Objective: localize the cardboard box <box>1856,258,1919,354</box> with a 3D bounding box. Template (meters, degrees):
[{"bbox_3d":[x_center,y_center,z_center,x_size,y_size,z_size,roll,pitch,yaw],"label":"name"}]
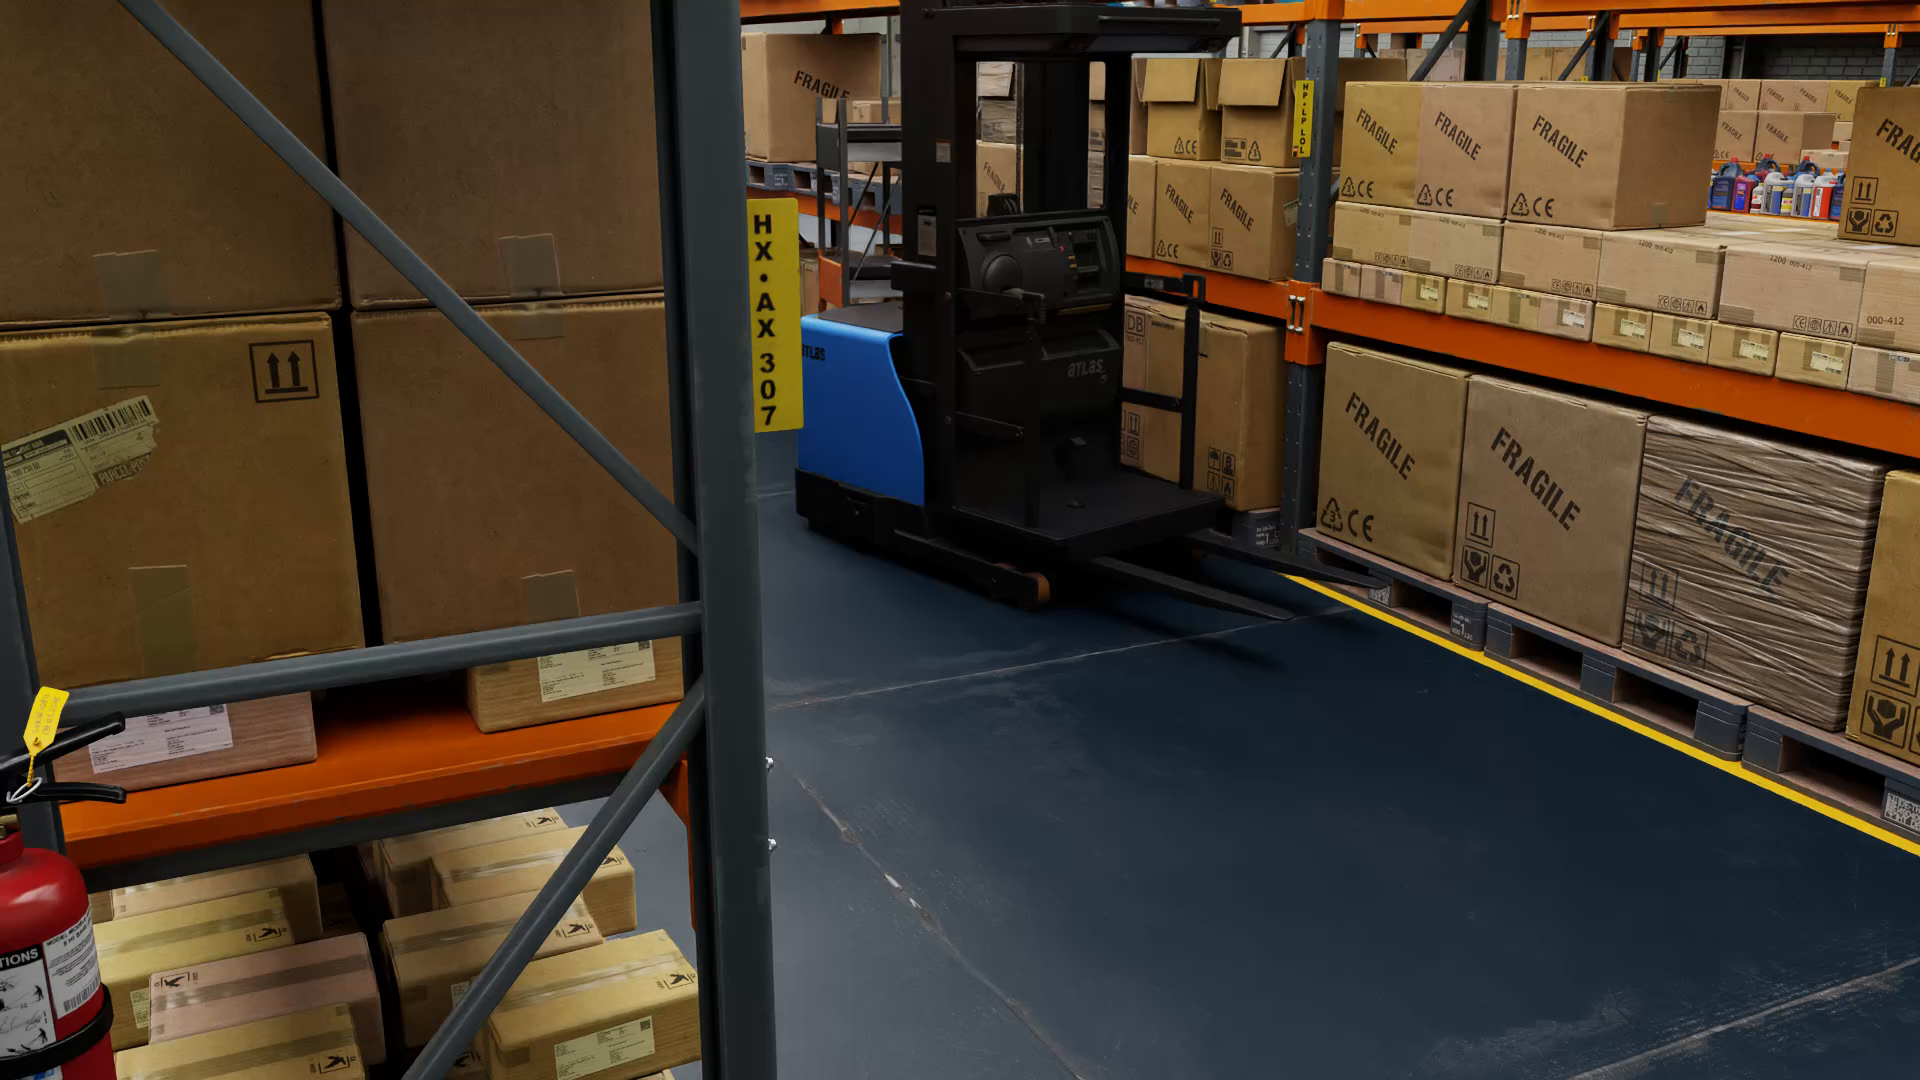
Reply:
[{"bbox_3d":[3.072,-0.690,4.948,0.500,0.250,0.500,-8,18,-26],"label":"cardboard box"}]

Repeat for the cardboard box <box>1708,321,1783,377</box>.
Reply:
[{"bbox_3d":[2.729,-0.650,5.533,0.380,0.149,0.250,-8,18,-25],"label":"cardboard box"}]

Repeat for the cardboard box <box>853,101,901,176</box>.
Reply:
[{"bbox_3d":[-0.368,-2.894,11.954,0.700,0.500,0.500,-5,17,-17],"label":"cardboard box"}]

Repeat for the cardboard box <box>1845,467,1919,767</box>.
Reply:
[{"bbox_3d":[3.392,0.266,4.978,0.875,0.875,0.875,-8,18,-25],"label":"cardboard box"}]

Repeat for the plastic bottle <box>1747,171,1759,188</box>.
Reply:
[{"bbox_3d":[5.360,-2.364,11.285,0.097,0.271,0.097,0,16,0],"label":"plastic bottle"}]

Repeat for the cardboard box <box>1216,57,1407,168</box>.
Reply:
[{"bbox_3d":[1.705,-2.084,8.076,0.797,0.503,0.637,-8,18,-26],"label":"cardboard box"}]

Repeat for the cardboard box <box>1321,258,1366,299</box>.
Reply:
[{"bbox_3d":[1.822,-1.162,7.318,0.380,0.149,0.250,-8,18,-25],"label":"cardboard box"}]

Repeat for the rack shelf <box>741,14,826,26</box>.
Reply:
[{"bbox_3d":[-2.389,-4.972,16.006,1.077,0.370,4.000,-8,18,-25],"label":"rack shelf"}]

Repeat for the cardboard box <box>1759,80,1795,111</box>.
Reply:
[{"bbox_3d":[10.925,-5.803,21.911,0.500,0.500,0.500,-8,18,-26],"label":"cardboard box"}]

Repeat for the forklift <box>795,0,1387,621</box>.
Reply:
[{"bbox_3d":[0.507,-1.264,7.340,1.130,2.935,3.031,-13,21,-39],"label":"forklift"}]

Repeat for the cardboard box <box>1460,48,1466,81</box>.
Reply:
[{"bbox_3d":[6.534,-5.731,20.249,0.700,0.500,0.500,-8,18,-25],"label":"cardboard box"}]

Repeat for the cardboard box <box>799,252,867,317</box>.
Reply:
[{"bbox_3d":[-1.071,-2.115,13.916,0.700,0.500,0.500,-8,18,-25],"label":"cardboard box"}]

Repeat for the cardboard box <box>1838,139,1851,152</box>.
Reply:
[{"bbox_3d":[8.928,-3.787,16.171,0.500,0.311,0.500,-8,18,-26],"label":"cardboard box"}]

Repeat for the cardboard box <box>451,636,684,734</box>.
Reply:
[{"bbox_3d":[-0.606,0.170,2.675,0.380,0.149,0.250,-8,18,-25],"label":"cardboard box"}]

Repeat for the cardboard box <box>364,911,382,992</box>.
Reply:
[{"bbox_3d":[-1.215,0.925,3.995,0.380,0.149,0.250,-8,18,-25],"label":"cardboard box"}]

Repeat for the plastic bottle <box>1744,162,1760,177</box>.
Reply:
[{"bbox_3d":[5.753,-2.599,12.080,0.061,0.283,0.133,-8,18,-25],"label":"plastic bottle"}]

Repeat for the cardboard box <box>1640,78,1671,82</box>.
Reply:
[{"bbox_3d":[10.032,-6.311,23.681,0.500,0.500,0.500,-8,18,-25],"label":"cardboard box"}]

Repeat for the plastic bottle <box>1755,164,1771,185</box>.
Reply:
[{"bbox_3d":[5.705,-2.535,11.860,0.061,0.283,0.133,-8,18,-25],"label":"plastic bottle"}]

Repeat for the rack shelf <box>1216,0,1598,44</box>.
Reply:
[{"bbox_3d":[3.816,-4.579,14.635,1.077,0.370,4.000,-8,18,-25],"label":"rack shelf"}]

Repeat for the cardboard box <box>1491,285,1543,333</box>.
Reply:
[{"bbox_3d":[2.282,-0.904,6.417,0.380,0.149,0.250,-8,18,-26],"label":"cardboard box"}]

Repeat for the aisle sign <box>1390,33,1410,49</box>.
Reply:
[{"bbox_3d":[5.877,-6.870,22.038,0.394,0.787,0.004,-8,18,-25],"label":"aisle sign"}]

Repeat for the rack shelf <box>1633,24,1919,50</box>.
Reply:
[{"bbox_3d":[10.969,-6.768,22.263,1.077,0.370,4.000,-8,18,-25],"label":"rack shelf"}]

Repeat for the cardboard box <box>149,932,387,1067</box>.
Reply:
[{"bbox_3d":[-1.277,0.882,3.067,0.380,0.149,0.250,-7,18,-24],"label":"cardboard box"}]

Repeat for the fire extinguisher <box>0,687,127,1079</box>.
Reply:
[{"bbox_3d":[-1.063,0.504,1.872,0.296,0.674,0.183,-8,18,-25],"label":"fire extinguisher"}]

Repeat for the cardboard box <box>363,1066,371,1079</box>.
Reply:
[{"bbox_3d":[-1.313,1.027,3.101,0.380,0.149,0.250,-8,18,-26],"label":"cardboard box"}]

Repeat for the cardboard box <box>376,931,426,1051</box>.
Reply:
[{"bbox_3d":[-1.014,0.909,3.512,0.380,0.149,0.250,-7,18,-24],"label":"cardboard box"}]

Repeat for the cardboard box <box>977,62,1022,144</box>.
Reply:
[{"bbox_3d":[0.545,-2.735,10.345,0.797,0.503,0.637,-7,17,-23],"label":"cardboard box"}]

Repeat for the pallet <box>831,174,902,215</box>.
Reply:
[{"bbox_3d":[-0.169,-2.460,11.733,1.213,0.211,1.003,-8,18,-25],"label":"pallet"}]

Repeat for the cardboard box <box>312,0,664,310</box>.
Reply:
[{"bbox_3d":[-0.717,-0.646,2.529,0.500,0.500,0.500,-8,18,-25],"label":"cardboard box"}]

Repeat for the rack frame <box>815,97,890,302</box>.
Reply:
[{"bbox_3d":[-0.579,-1.361,9.183,0.400,2.100,0.015,-5,17,-18],"label":"rack frame"}]

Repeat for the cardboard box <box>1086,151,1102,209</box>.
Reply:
[{"bbox_3d":[0.881,-1.905,9.269,0.500,0.500,0.500,-8,18,-25],"label":"cardboard box"}]

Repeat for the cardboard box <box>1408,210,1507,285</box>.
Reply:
[{"bbox_3d":[2.176,-1.195,6.711,0.500,0.250,0.500,-8,18,-25],"label":"cardboard box"}]

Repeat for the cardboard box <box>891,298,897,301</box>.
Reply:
[{"bbox_3d":[-0.072,-1.562,11.990,0.700,0.500,0.500,-9,18,-28],"label":"cardboard box"}]

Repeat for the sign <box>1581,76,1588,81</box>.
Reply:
[{"bbox_3d":[6.896,-4.963,18.395,0.100,0.325,0.005,-8,18,-25],"label":"sign"}]

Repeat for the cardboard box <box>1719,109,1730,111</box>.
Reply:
[{"bbox_3d":[7.946,-4.301,17.621,0.500,0.500,0.500,-6,17,-21],"label":"cardboard box"}]

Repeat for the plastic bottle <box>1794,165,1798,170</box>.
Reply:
[{"bbox_3d":[5.893,-2.520,11.805,0.061,0.283,0.133,-8,18,-25],"label":"plastic bottle"}]

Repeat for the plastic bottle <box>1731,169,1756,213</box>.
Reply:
[{"bbox_3d":[5.297,-2.356,11.234,0.061,0.283,0.133,-8,18,-25],"label":"plastic bottle"}]

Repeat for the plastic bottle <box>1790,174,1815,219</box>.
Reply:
[{"bbox_3d":[5.541,-2.243,10.854,0.152,0.276,0.135,-8,18,-25],"label":"plastic bottle"}]

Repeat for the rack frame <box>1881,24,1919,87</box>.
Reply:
[{"bbox_3d":[11.845,-5.176,20.849,1.000,3.000,0.127,-8,18,-25],"label":"rack frame"}]

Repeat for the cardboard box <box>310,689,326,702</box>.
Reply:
[{"bbox_3d":[-1.231,0.177,2.650,0.380,0.149,0.250,-8,18,-25],"label":"cardboard box"}]

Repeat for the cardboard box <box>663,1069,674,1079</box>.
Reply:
[{"bbox_3d":[-0.701,1.169,3.145,0.380,0.149,0.250,-7,18,-24],"label":"cardboard box"}]

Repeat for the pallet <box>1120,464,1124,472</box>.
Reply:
[{"bbox_3d":[1.048,-0.541,9.755,1.003,0.211,1.213,-8,18,-25],"label":"pallet"}]

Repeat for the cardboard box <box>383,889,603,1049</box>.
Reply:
[{"bbox_3d":[-0.912,0.827,3.259,0.380,0.149,0.250,-7,18,-24],"label":"cardboard box"}]

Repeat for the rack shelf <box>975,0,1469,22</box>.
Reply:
[{"bbox_3d":[1.116,-2.989,9.093,1.077,0.370,4.000,-8,18,-25],"label":"rack shelf"}]

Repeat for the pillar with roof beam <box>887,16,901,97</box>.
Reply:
[{"bbox_3d":[-5.836,-15.901,47.346,9.100,9.000,0.400,-8,18,-25],"label":"pillar with roof beam"}]

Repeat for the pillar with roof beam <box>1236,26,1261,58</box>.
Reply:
[{"bbox_3d":[2.050,-11.438,31.793,9.100,9.000,0.400,-8,18,-25],"label":"pillar with roof beam"}]

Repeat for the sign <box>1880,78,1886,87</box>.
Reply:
[{"bbox_3d":[11.361,-5.525,20.495,0.100,0.325,0.005,-8,18,-25],"label":"sign"}]

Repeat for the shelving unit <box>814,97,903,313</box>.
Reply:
[{"bbox_3d":[-0.500,-1.297,8.962,0.431,2.100,0.503,-5,17,-18],"label":"shelving unit"}]

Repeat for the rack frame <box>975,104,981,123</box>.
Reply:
[{"bbox_3d":[0.239,-2.388,11.136,1.000,3.000,0.127,-8,18,-25],"label":"rack frame"}]
